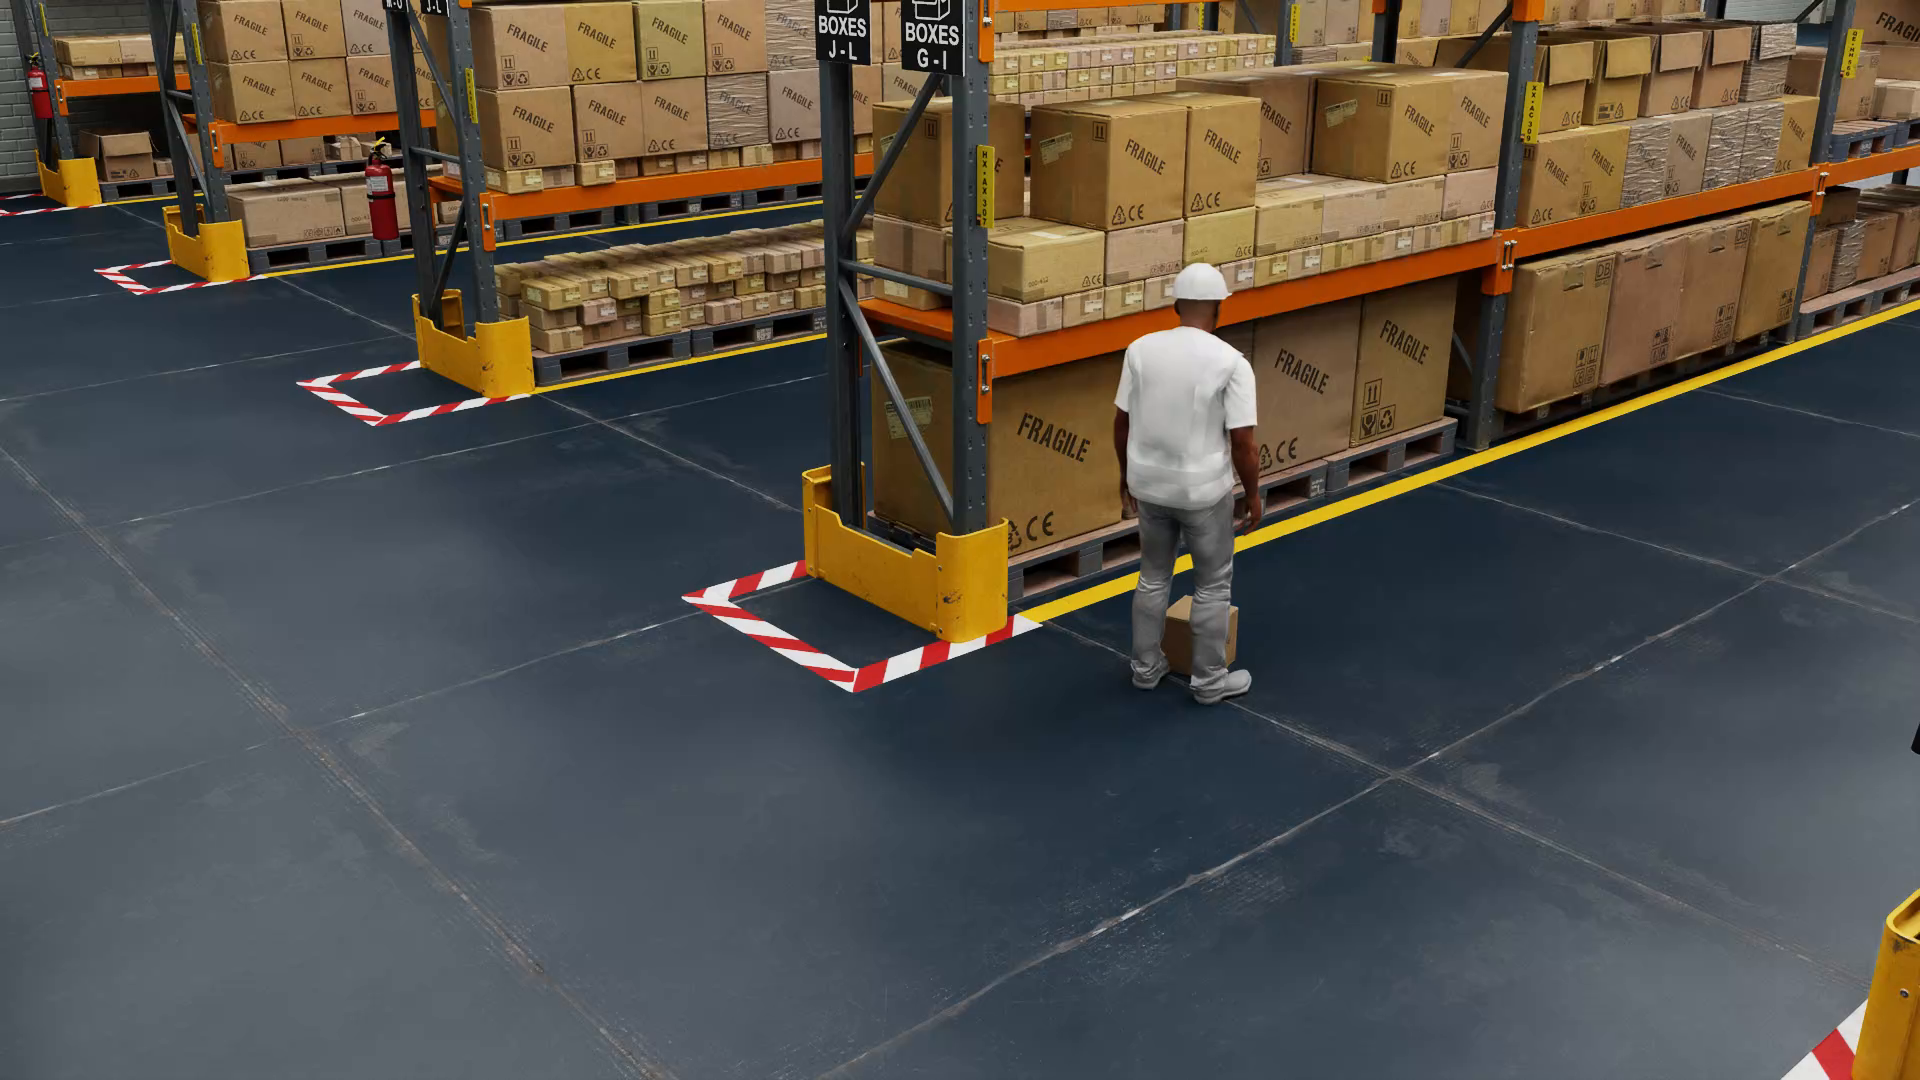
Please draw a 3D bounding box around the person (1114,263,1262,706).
[{"bbox_3d":[0.906,-0.218,6.628,0.626,1.761,0.457,14,25,32],"label":"person"}]
